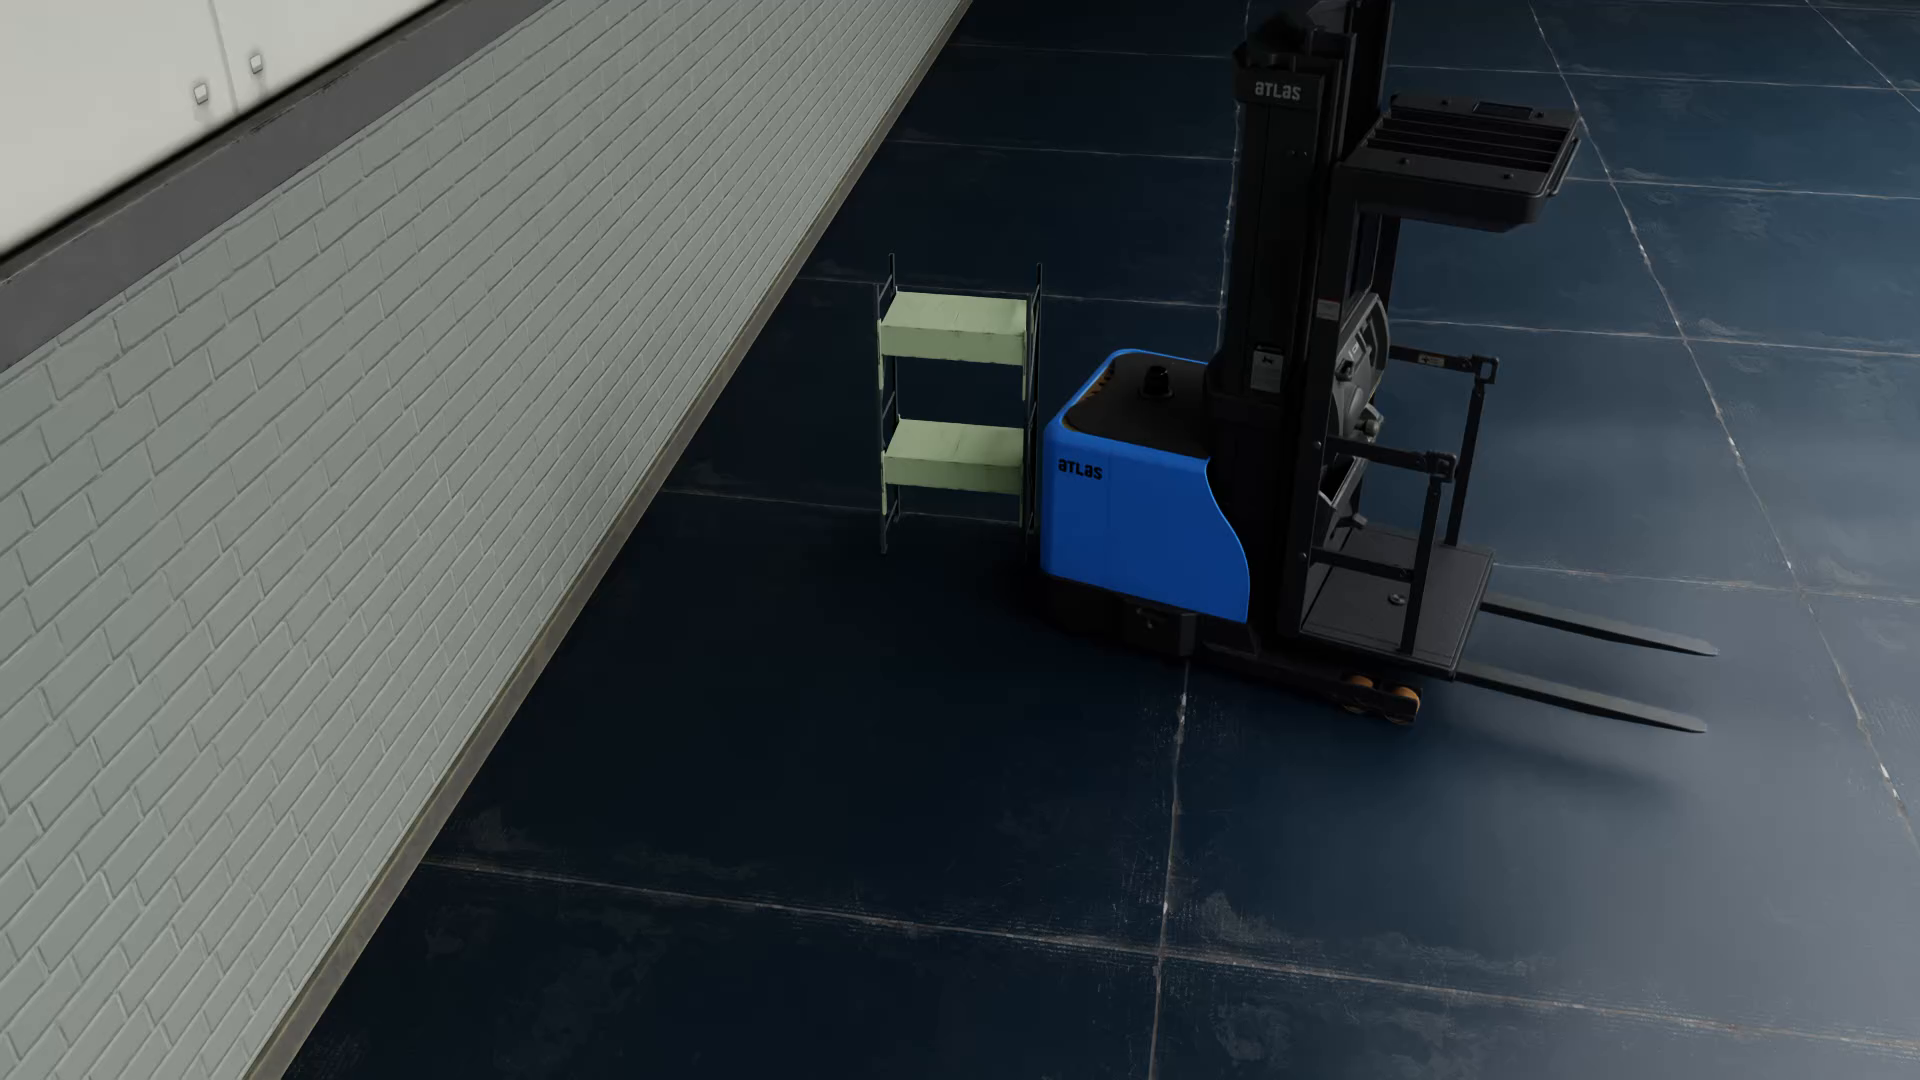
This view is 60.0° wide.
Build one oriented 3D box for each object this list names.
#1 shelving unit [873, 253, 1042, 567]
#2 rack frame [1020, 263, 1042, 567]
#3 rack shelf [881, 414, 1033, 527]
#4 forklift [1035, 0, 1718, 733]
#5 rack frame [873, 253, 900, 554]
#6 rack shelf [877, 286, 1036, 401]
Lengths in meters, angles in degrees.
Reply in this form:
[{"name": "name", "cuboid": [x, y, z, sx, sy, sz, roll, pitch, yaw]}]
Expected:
[{"name": "shelving unit", "cuboid": [-0.007, -0.636, 8.353, 0.755, 1.500, 0.431, 5, 32, 8]}, {"name": "rack frame", "cuboid": [0.354, -0.604, 8.301, 0.023, 1.500, 0.400, 5, 32, 8]}, {"name": "rack shelf", "cuboid": [-0.007, -0.360, 8.526, 0.720, 0.370, 0.431, 5, 32, 8]}, {"name": "forklift", "cuboid": [1.925, -0.741, 7.172, 3.031, 2.935, 1.130, 14, 35, 21]}, {"name": "rack frame", "cuboid": [-0.367, -0.669, 8.405, 0.023, 1.500, 0.400, 5, 32, 8]}, {"name": "rack shelf", "cuboid": [-0.007, -0.967, 8.146, 0.720, 0.370, 0.431, 5, 32, 8]}]
